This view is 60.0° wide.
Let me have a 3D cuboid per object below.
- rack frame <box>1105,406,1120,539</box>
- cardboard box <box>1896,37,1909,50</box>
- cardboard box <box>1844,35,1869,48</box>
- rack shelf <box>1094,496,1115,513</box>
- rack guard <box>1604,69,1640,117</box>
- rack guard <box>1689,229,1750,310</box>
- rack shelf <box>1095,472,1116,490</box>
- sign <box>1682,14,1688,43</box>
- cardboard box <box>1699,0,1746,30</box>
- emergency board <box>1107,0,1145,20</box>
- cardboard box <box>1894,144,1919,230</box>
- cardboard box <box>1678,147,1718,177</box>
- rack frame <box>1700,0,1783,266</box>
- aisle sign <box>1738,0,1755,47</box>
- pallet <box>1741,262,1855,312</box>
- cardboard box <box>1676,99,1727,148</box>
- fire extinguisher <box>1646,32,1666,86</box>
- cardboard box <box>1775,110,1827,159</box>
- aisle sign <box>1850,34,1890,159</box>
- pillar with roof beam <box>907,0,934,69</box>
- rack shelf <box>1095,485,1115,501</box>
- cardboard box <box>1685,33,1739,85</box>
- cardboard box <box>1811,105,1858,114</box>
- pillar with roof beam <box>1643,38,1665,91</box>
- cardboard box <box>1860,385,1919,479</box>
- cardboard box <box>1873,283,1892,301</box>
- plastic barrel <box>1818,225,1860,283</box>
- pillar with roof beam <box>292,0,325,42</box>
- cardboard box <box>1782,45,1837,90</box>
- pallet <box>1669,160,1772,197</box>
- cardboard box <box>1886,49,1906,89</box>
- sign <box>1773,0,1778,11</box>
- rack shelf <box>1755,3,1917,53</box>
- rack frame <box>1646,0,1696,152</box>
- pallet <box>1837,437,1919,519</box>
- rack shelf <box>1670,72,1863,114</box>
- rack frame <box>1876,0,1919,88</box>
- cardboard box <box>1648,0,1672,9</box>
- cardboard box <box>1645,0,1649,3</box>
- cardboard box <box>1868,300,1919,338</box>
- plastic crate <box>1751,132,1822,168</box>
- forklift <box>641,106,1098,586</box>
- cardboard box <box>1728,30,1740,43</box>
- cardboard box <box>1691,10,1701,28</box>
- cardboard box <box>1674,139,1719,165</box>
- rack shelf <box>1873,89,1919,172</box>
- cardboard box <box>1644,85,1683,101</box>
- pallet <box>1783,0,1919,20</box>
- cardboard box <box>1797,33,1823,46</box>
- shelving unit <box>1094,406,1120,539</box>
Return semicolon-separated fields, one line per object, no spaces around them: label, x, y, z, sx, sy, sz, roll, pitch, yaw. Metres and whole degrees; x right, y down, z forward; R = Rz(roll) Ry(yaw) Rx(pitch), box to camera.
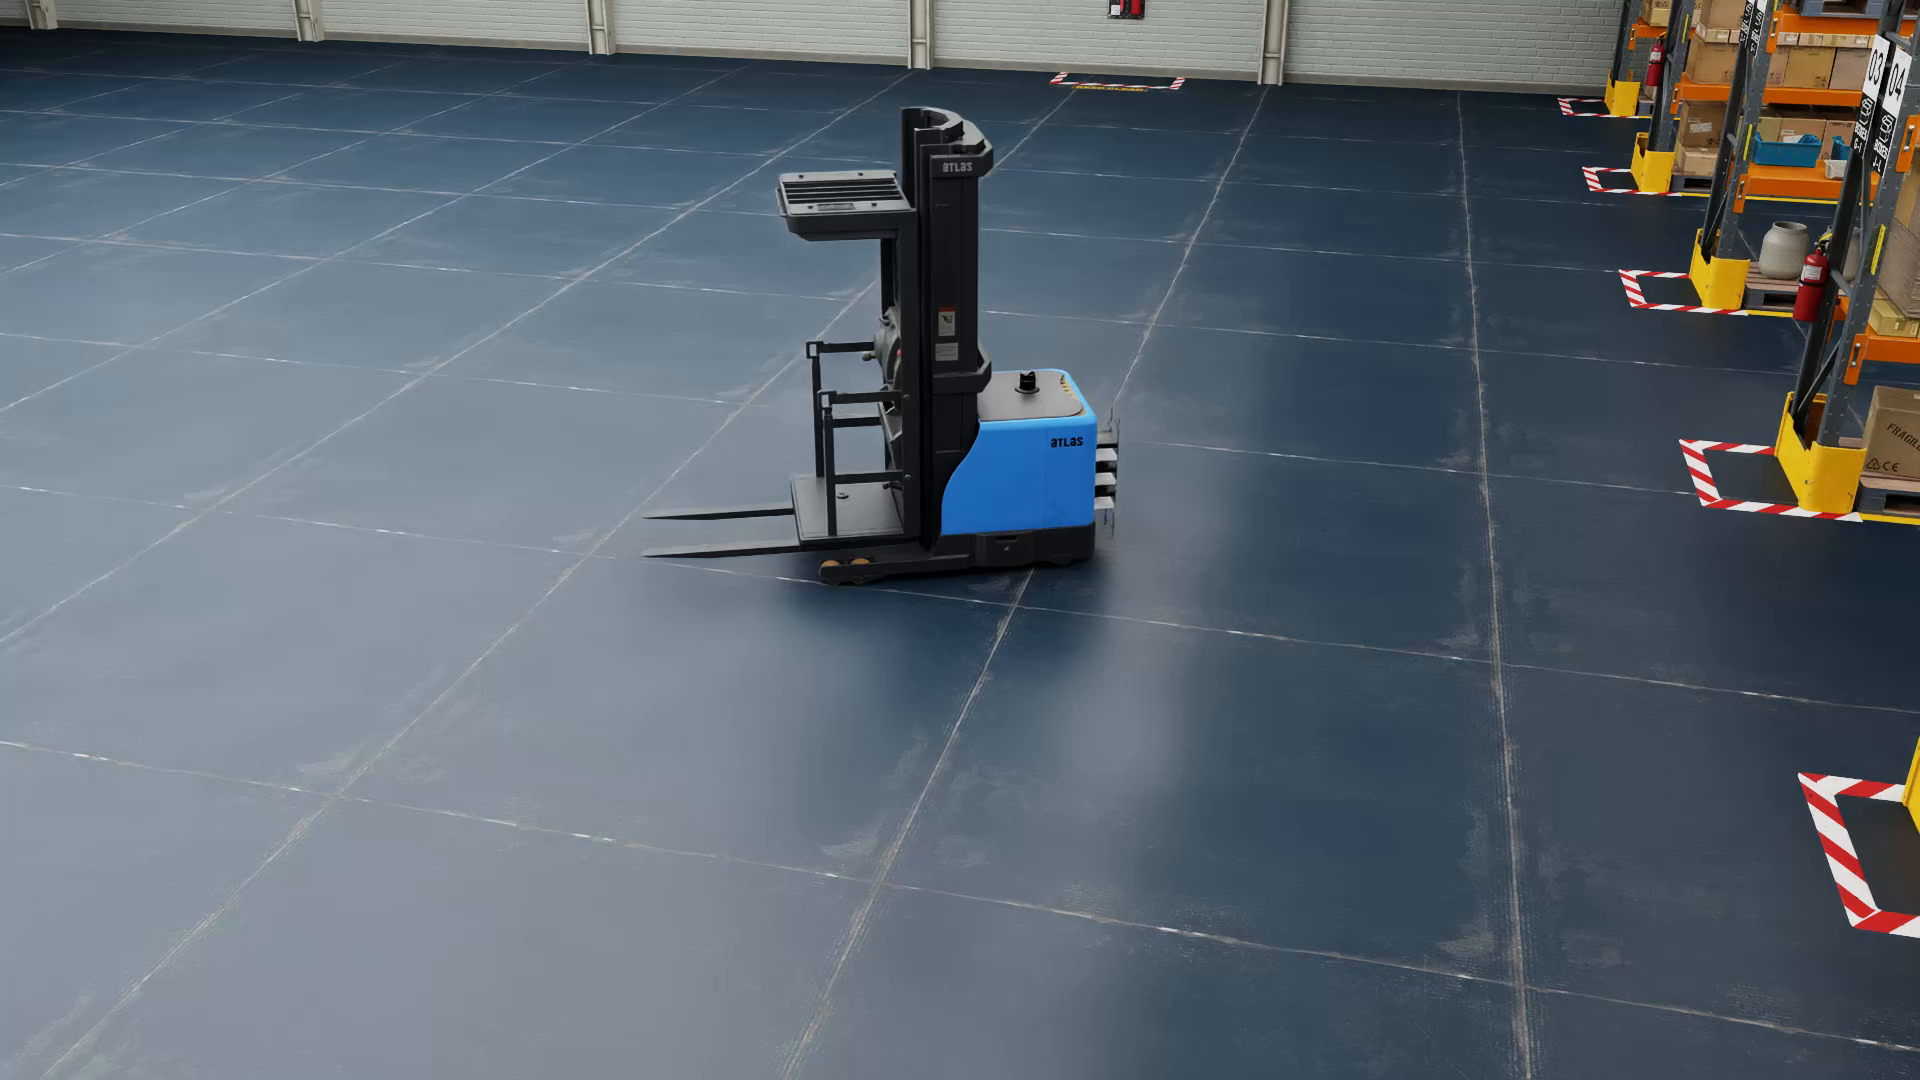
rack frame;1.059;-0.466;11.564;0.006;0.900;0.240;-3;26;-8
cardboard box;11.152;-5.912;19.689;0.250;0.149;0.380;7;26;14
cardboard box;10.639;-5.967;19.805;0.250;0.149;0.380;7;26;13
rack shelf;0.956;-0.268;11.641;0.200;0.077;0.258;-3;26;-8
rack guard;10.128;-6.852;25.442;0.348;0.500;1.175;6;26;13
rack guard;7.672;-2.747;16.820;0.348;0.500;1.175;6;26;13
rack shelf;0.958;-0.431;11.564;0.200;0.077;0.258;-3;26;-8
sign;8.680;-6.122;19.902;0.005;0.325;0.100;6;26;13
cardboard box;9.324;-6.496;20.161;0.500;0.500;0.700;6;26;13
emergency board;2.753;-9.196;27.459;0.643;1.169;0.194;6;26;13
cardboard box;6.948;-2.477;11.719;0.500;0.500;0.500;6;26;13
cardboard box;9.288;-4.724;20.775;0.500;0.250;0.500;6;26;13
rack frame;7.587;-3.864;16.258;0.127;3.000;1.000;6;26;13
aisle sign;7.591;-5.169;15.975;0.004;0.787;0.394;6;26;13
pallet;8.458;-2.527;16.694;1.213;0.211;1.003;6;26;13
cardboard box;9.418;-5.279;21.068;0.500;0.500;0.500;6;26;13
fire extinguisher;8.825;-6.097;21.038;0.183;0.674;0.296;6;26;13
cardboard box;10.260;-4.962;20.401;0.500;0.500;0.500;6;26;13
aisle sign;6.368;-3.107;11.645;0.004;0.787;0.394;6;26;13
pillar with roof beam;-1.746;-10.475;23.165;0.400;9.000;9.100;6;26;13
rack shelf;0.957;-0.349;11.602;0.200;0.077;0.258;-3;26;-8
cardboard box;9.273;-5.916;20.451;0.500;0.500;0.700;6;26;13
cardboard box;10.874;-5.124;20.743;0.500;0.500;0.500;6;26;13
pillar with roof beam;9.875;-9.190;20.466;0.400;9.000;9.100;6;26;13
cardboard box;6.954;-0.789;12.219;0.500;0.500;0.500;11;28;23
cardboard box;6.681;-1.744;12.098;0.250;0.149;0.380;6;26;13
plastic barrel;8.729;-2.838;16.509;0.421;0.512;0.421;0;25;0
pillar with roof beam;-13.368;-11.760;25.863;0.400;9.000;9.100;6;26;13
cardboard box;10.262;-5.806;20.221;0.500;0.500;0.700;6;26;13
pallet;9.575;-4.602;21.053;1.213;0.211;1.003;6;26;13
cardboard box;11.269;-5.697;19.991;0.500;0.500;0.700;7;26;14
sign;7.446;-4.994;15.132;0.005;0.325;0.100;6;26;13
rack shelf;9.524;-4.679;15.318;4.000;0.370;1.077;6;26;13
rack frame;8.824;-5.926;20.589;0.127;3.000;1.000;6;26;13
pallet;7.205;-0.433;12.296;1.213;0.211;1.003;6;26;13
rack shelf;10.761;-5.387;20.294;4.000;0.370;1.077;6;26;13
rack frame;6.353;-4.511;10.638;0.127;3.000;1.000;6;26;13
cardboard box;10.442;-8.092;24.418;0.500;0.500;0.500;6;26;13
cardboard box;10.564;-8.306;24.868;0.500;0.500;0.500;6;26;12
cardboard box;6.570;-1.559;11.709;0.250;0.149;0.380;6;26;13
plastic crate;8.146;-3.868;16.439;0.616;0.251;0.499;6;26;13
forklift;-0.649;-1.262;10.874;3.031;2.935;1.130;-4;26;-8
cardboard box;9.407;-6.105;20.094;0.250;0.149;0.380;6;26;12
cardboard box;10.954;-7.696;24.458;0.500;0.250;0.500;5;26;11
cardboard box;9.417;-4.939;21.228;0.500;0.250;0.500;6;26;13
rack shelf;8.290;-2.617;10.987;4.000;0.370;1.077;6;26;13
cardboard box;10.702;-6.862;25.171;0.500;0.311;0.500;3;26;7
pallet;8.364;-5.004;15.383;1.213;0.211;1.003;6;26;13
cardboard box;10.151;-6.022;19.921;0.250;0.149;0.380;5;26;11
shelving unit;0.958;-0.461;11.549;0.210;0.900;0.258;-3;26;-8
